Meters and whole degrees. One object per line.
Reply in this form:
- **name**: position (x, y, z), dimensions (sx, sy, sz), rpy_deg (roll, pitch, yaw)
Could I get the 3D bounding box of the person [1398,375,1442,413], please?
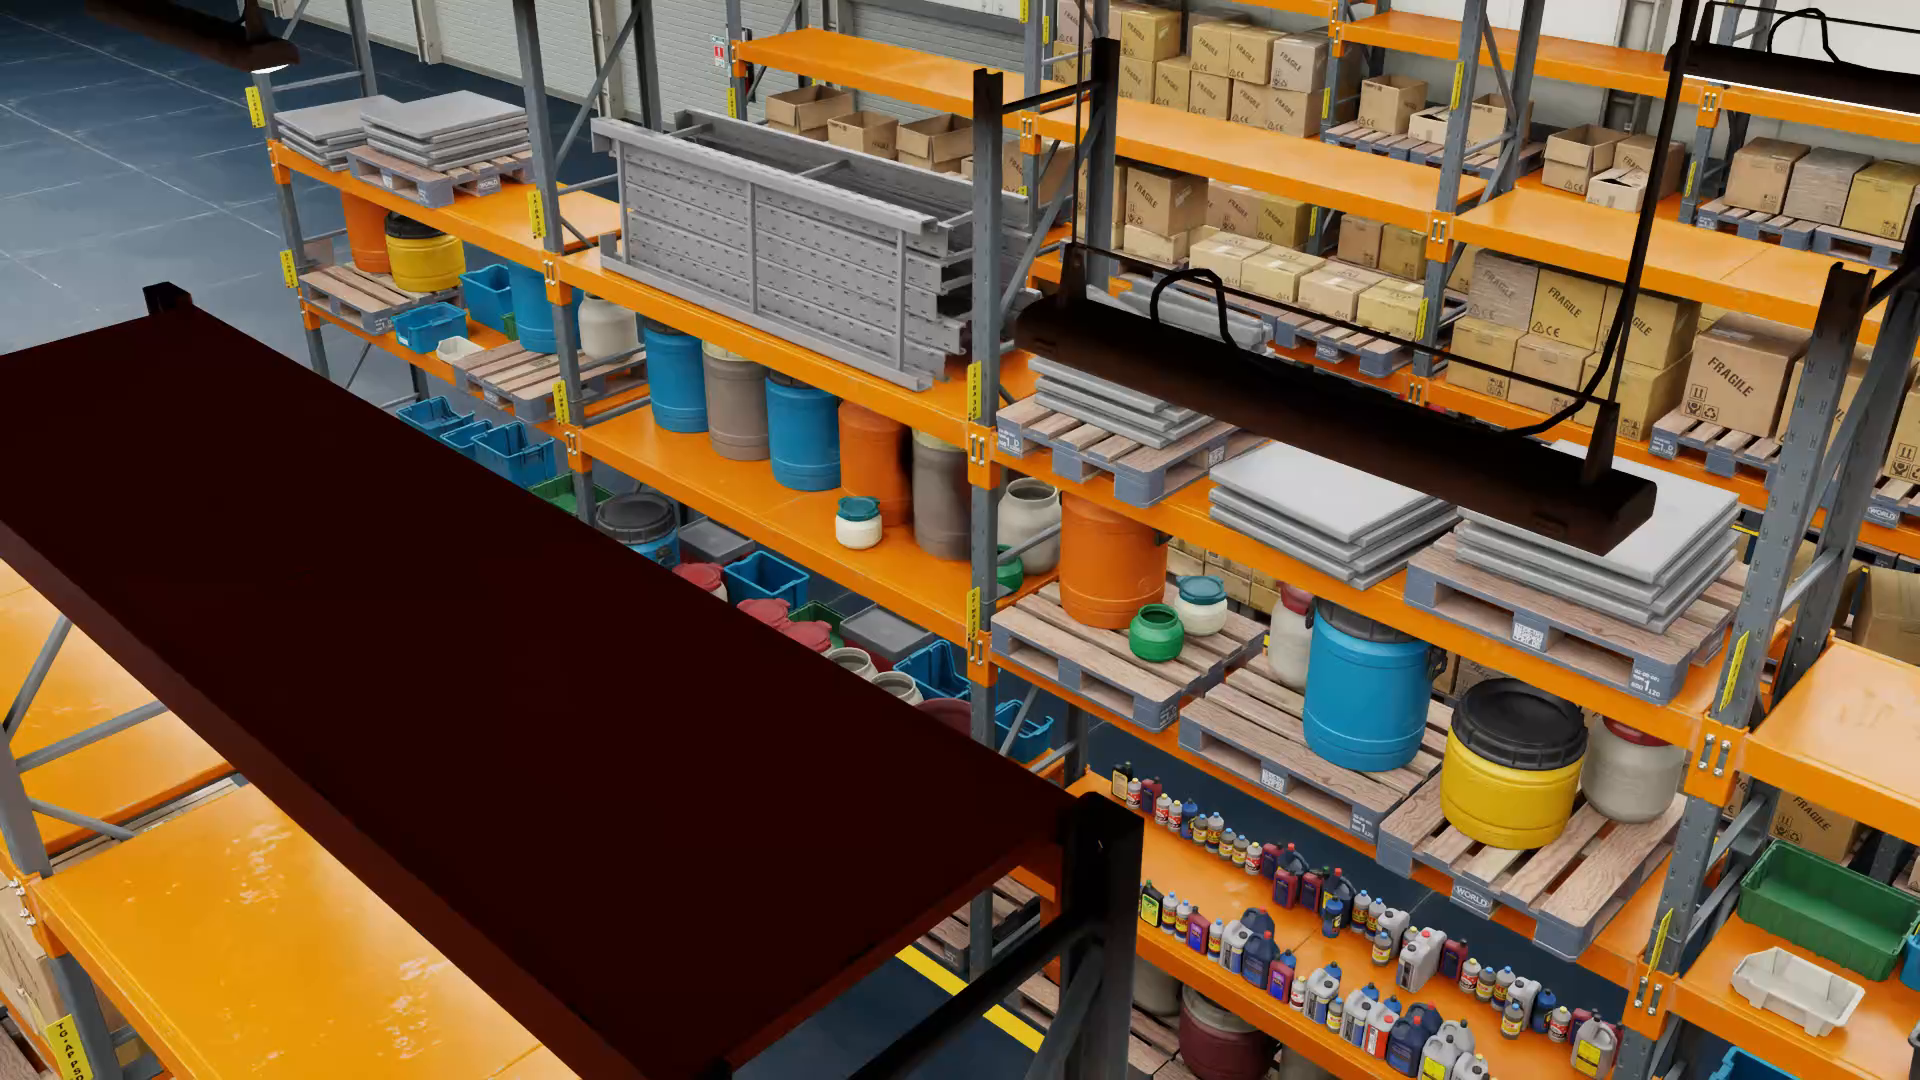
- **person**: position (4.227, -0.823, 15.950), dimensions (0.682, 1.712, 0.537), rpy_deg (-6, 30, -10)
